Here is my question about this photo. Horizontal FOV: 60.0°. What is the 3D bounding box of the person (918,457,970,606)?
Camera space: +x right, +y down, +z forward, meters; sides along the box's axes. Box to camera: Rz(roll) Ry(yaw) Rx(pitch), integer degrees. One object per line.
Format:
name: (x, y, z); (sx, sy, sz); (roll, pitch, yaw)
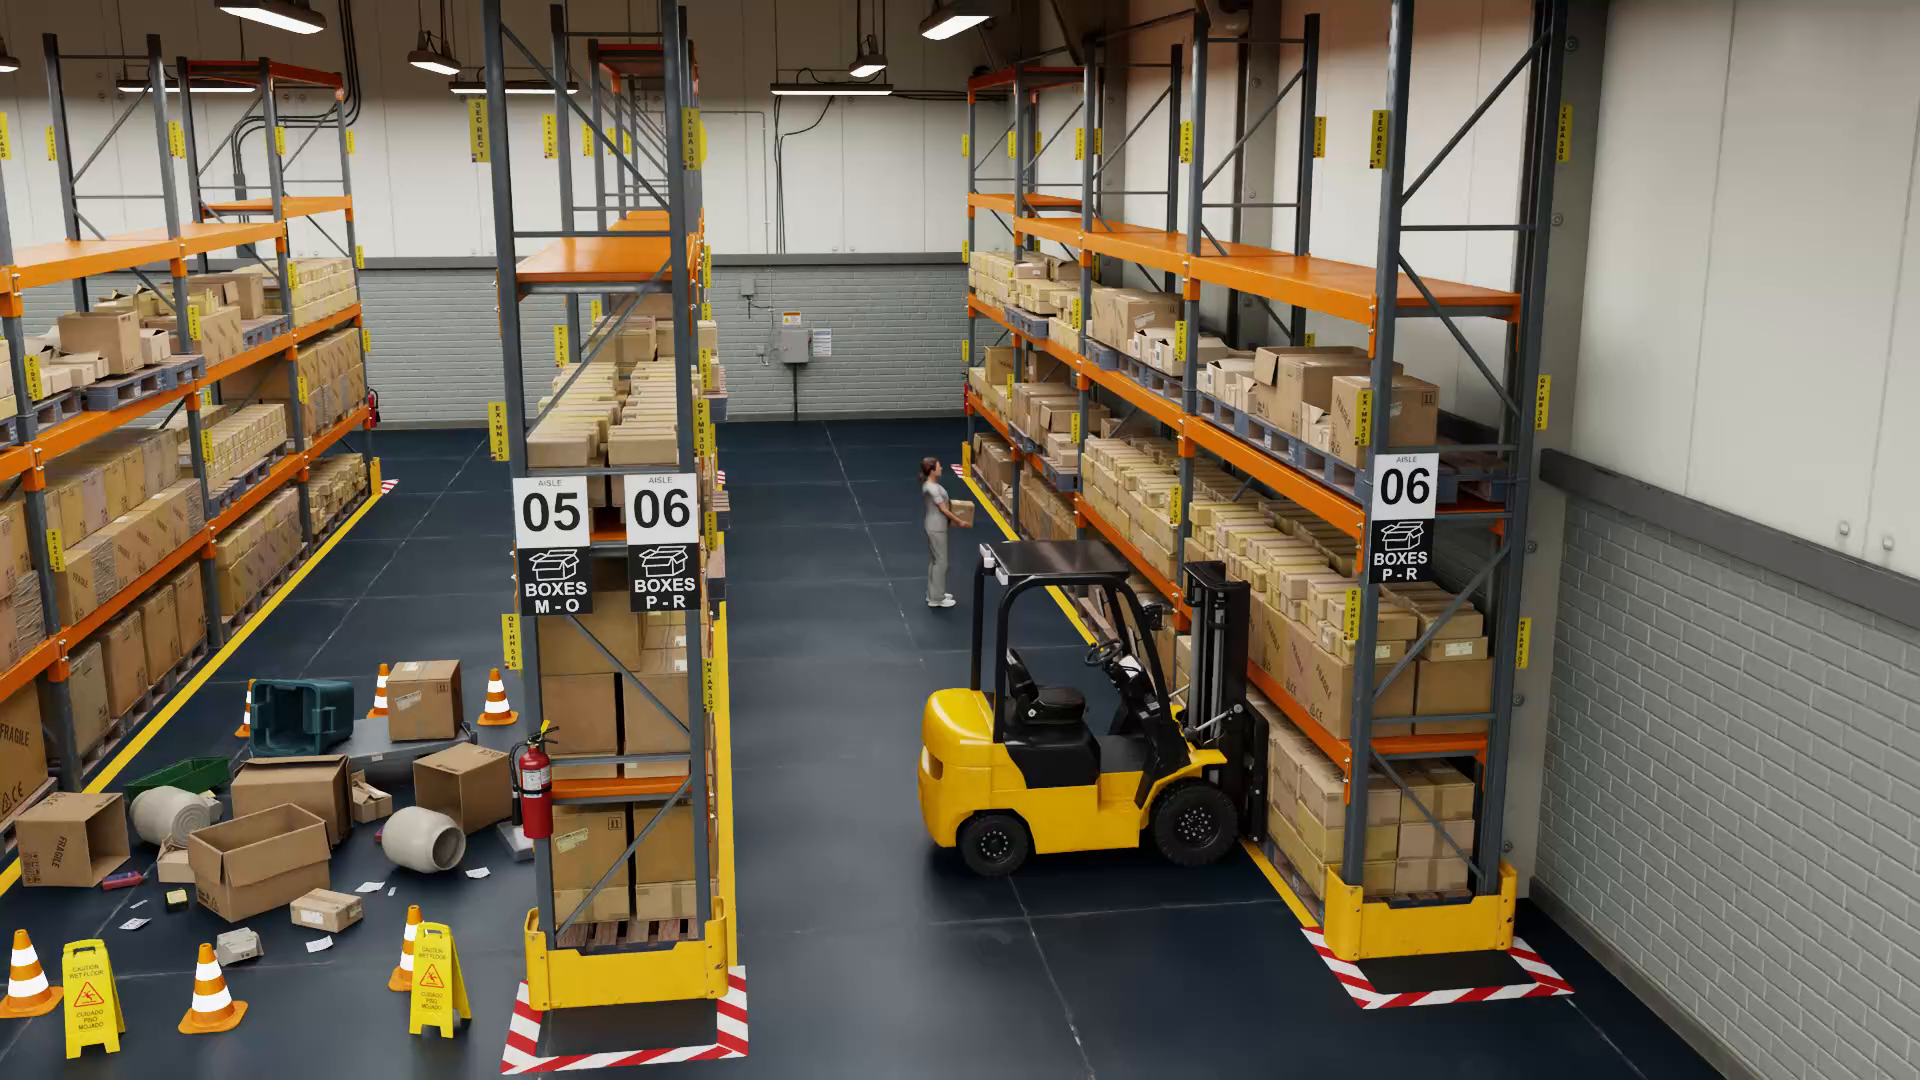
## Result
person: (-0.190, -0.105, 18.461); (0.562, 1.662, 0.437); (-2, 13, -7)
